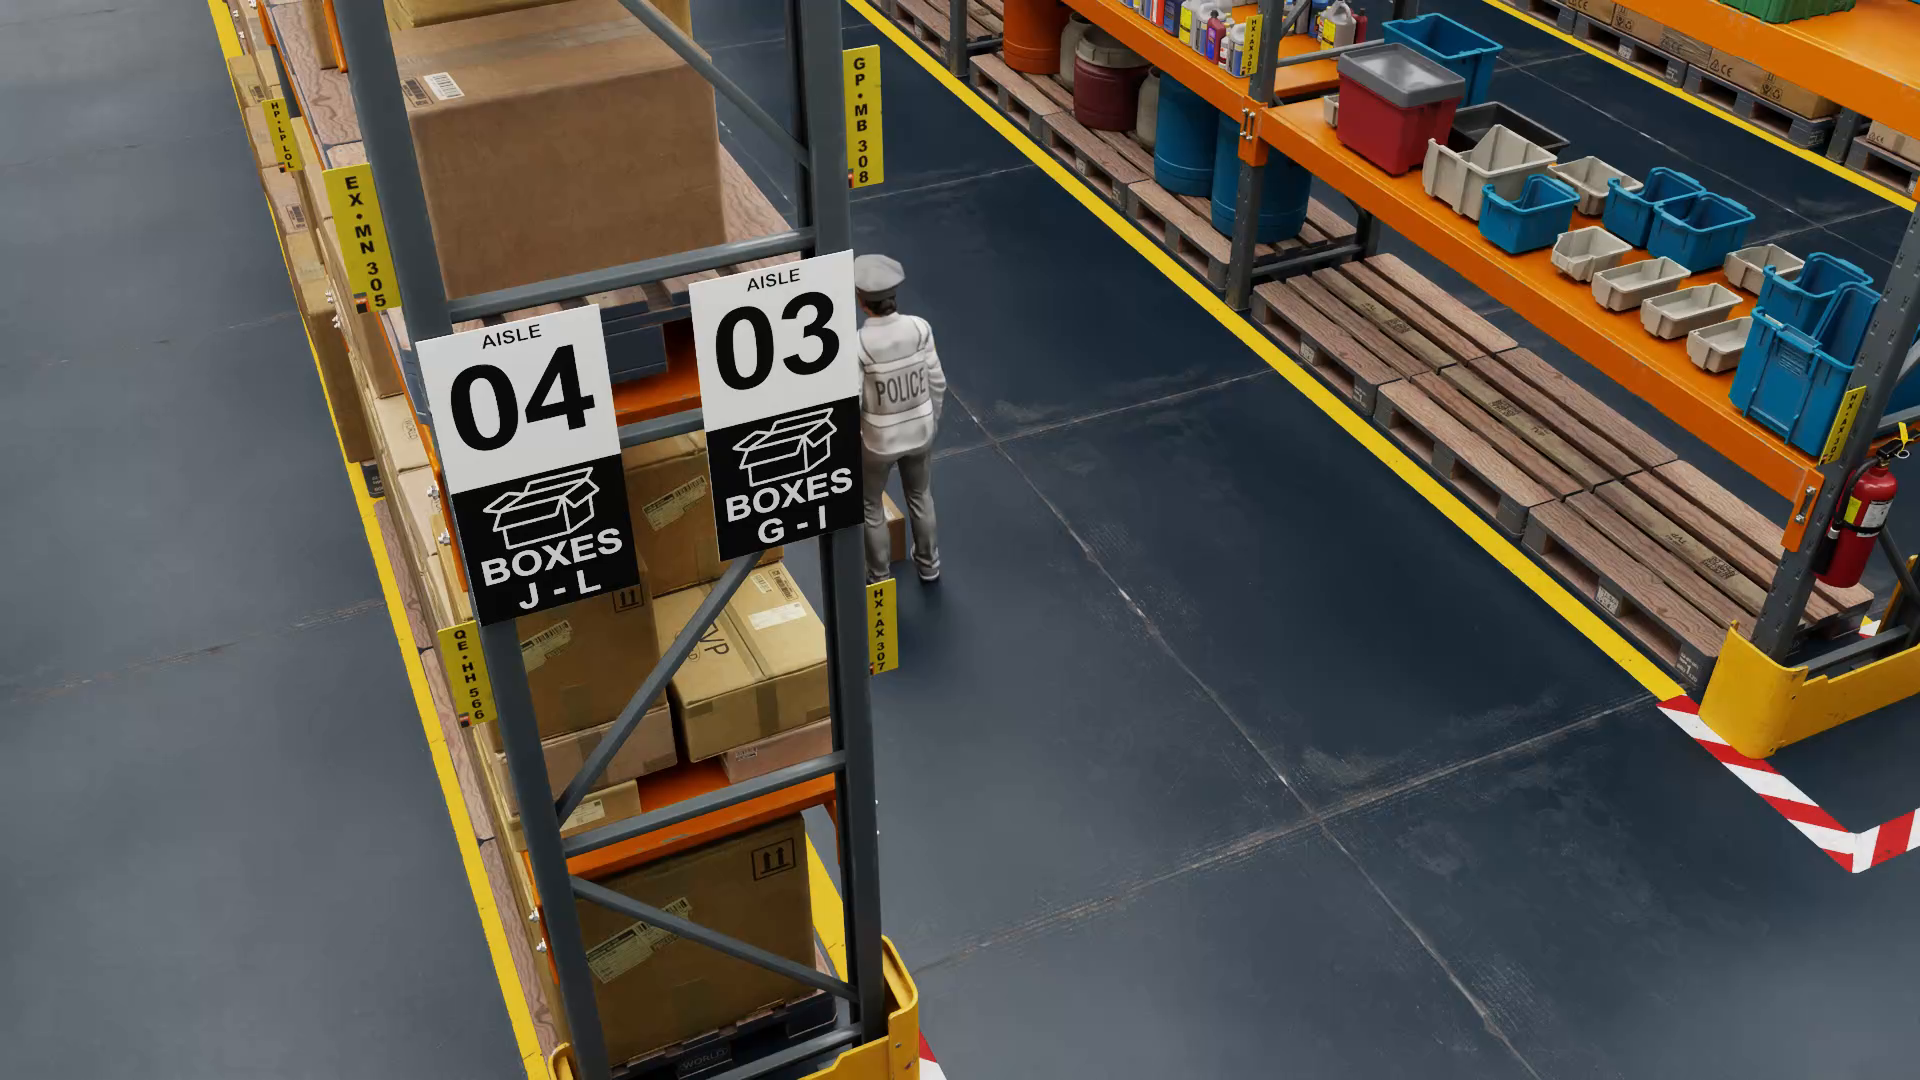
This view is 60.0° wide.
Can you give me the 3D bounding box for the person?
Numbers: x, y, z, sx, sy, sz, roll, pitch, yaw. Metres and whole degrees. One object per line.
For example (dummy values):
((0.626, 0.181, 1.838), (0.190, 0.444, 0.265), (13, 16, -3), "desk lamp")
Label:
((-0.316, -0.471, 7.466), (0.521, 1.662, 0.373), (-17, 41, -21), "person")
